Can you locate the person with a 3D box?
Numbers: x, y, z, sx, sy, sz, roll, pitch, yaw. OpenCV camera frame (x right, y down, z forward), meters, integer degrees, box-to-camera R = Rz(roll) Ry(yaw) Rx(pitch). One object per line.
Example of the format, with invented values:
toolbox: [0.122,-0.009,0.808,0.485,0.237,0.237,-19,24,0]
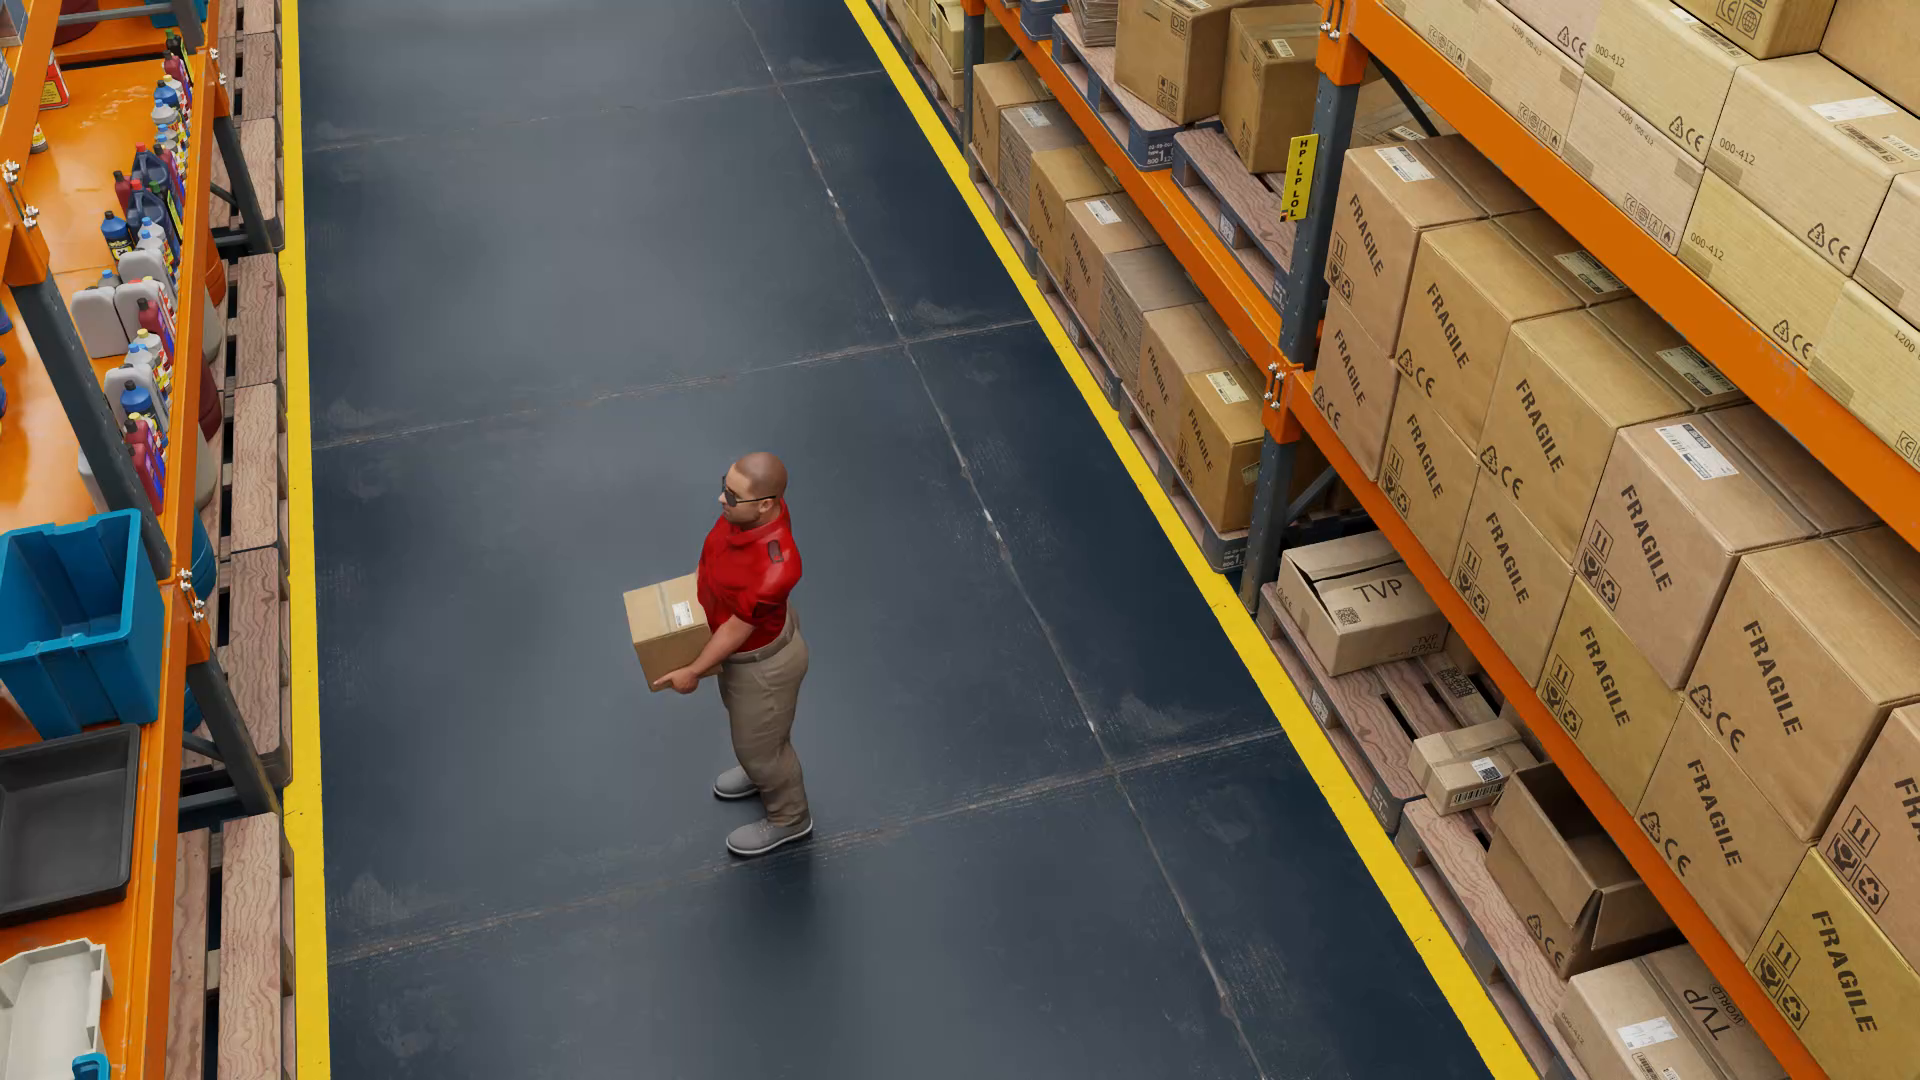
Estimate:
person: [-0.796,0.406,5.731,0.536,1.715,0.494,-11,43,-12]
